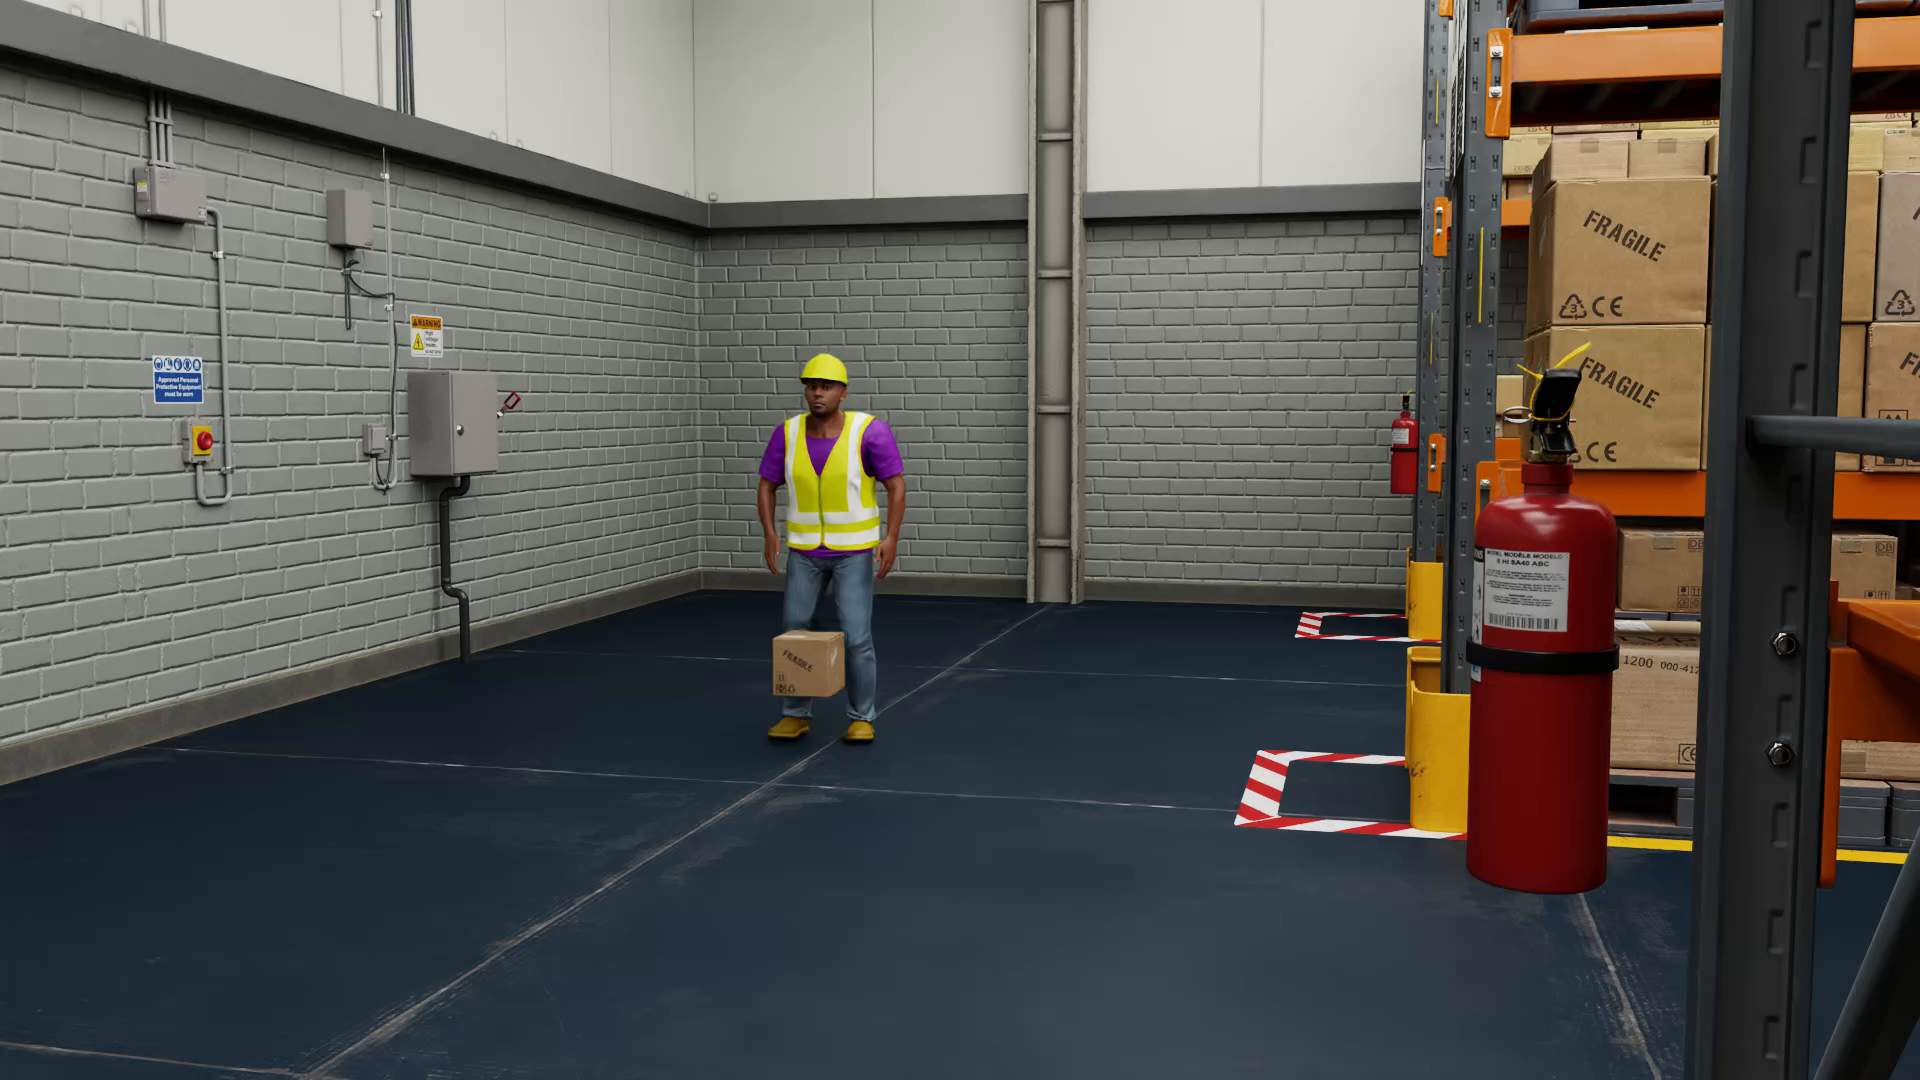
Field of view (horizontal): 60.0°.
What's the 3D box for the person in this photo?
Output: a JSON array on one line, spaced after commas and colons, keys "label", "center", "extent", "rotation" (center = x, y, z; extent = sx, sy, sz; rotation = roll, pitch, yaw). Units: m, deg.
[{"label": "person", "center": [-0.589, 0.046, 7.452], "extent": [0.689, 1.746, 0.487], "rotation": [1, 5, 13]}]
